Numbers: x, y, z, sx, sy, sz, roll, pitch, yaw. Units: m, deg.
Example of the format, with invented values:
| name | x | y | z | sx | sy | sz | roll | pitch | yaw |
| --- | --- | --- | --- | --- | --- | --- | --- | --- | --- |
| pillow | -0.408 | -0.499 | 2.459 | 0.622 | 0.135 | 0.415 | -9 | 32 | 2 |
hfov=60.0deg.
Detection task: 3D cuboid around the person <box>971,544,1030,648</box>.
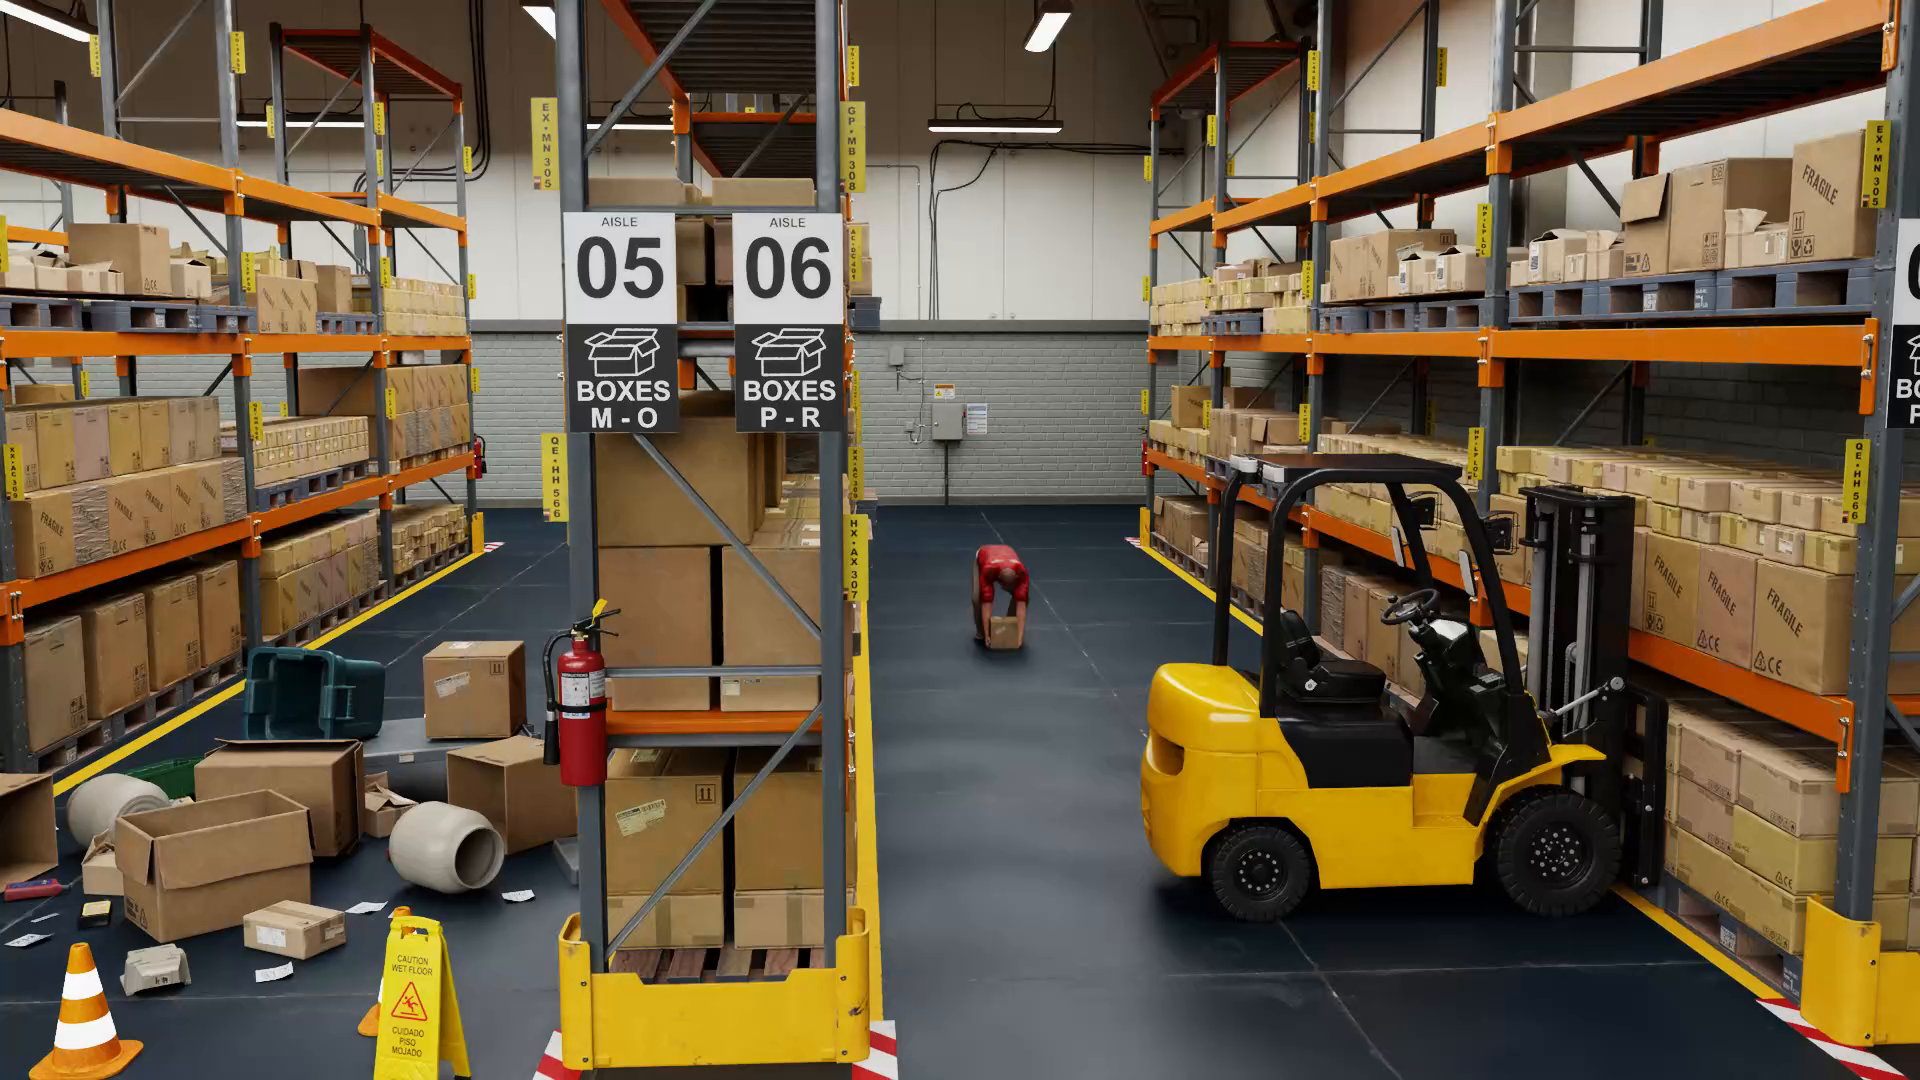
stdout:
| name | x | y | z | sx | sy | sz | roll | pitch | yaw |
| --- | --- | --- | --- | --- | --- | --- | --- | --- | --- |
| person | 0.375 | 0.500 | 15.215 | 0.543 | 0.884 | 0.956 | -1 | 7 | -6 |
